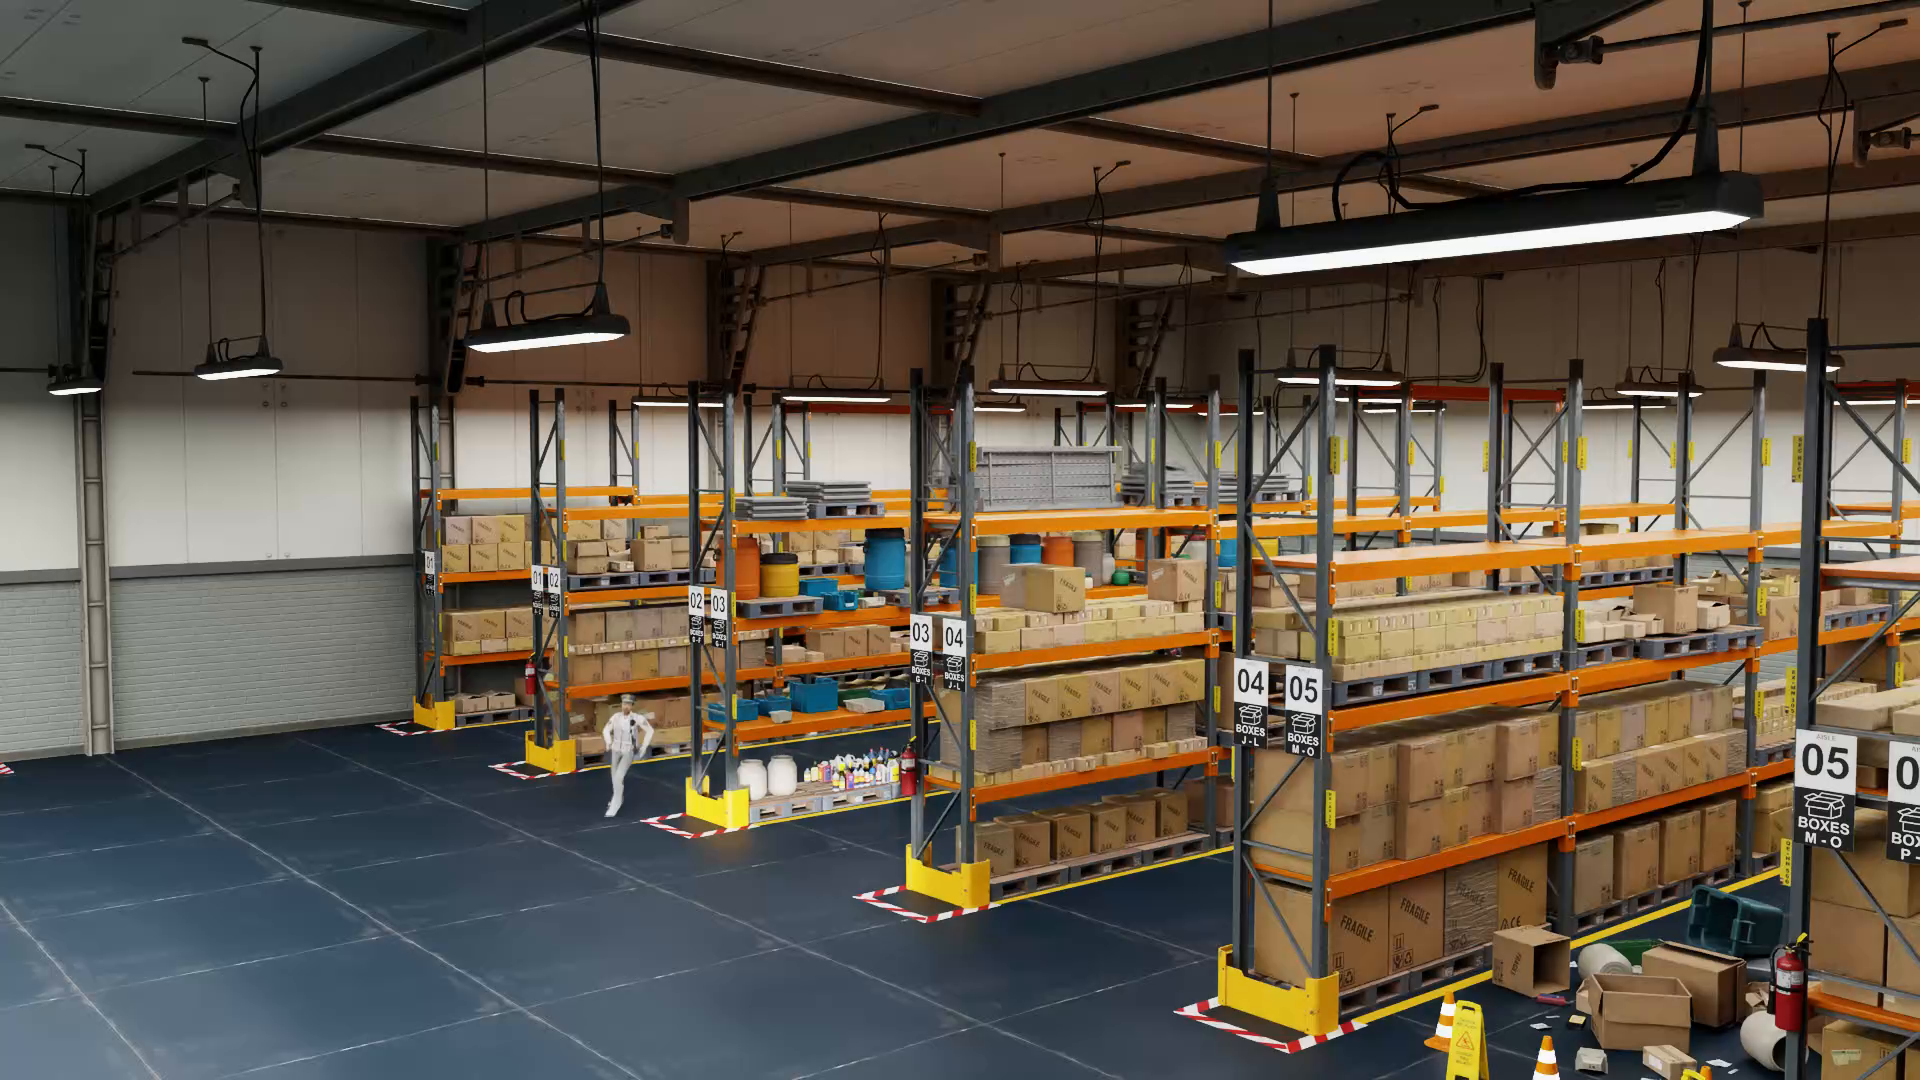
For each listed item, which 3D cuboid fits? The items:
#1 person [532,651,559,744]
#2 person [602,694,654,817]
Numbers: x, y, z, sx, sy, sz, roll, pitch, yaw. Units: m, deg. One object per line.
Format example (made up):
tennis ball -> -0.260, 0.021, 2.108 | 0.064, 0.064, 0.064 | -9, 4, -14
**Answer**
person -> -6.831, 2.692, 28.036 | 0.559, 1.666, 0.674 | 3, 4, 39
person -> -4.653, 2.976, 23.154 | 0.682, 1.707, 0.673 | 1, 3, 15
